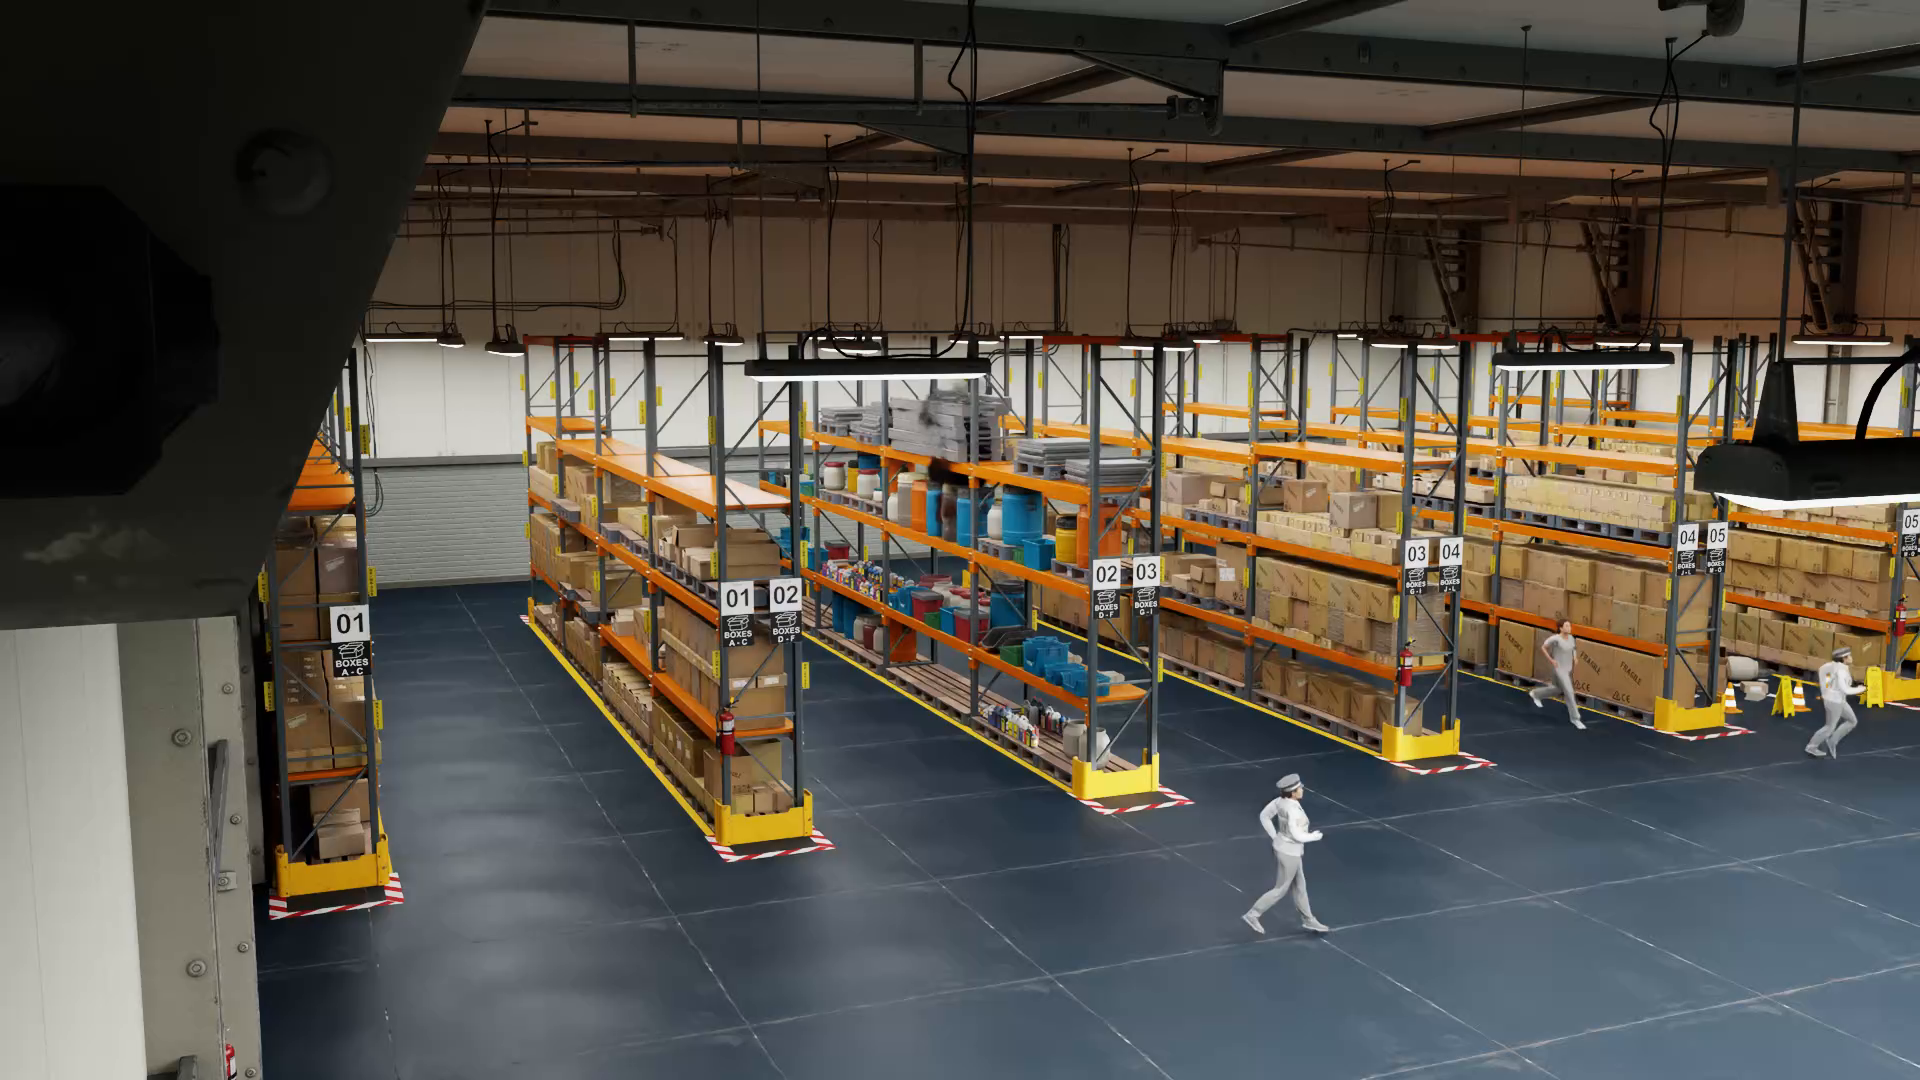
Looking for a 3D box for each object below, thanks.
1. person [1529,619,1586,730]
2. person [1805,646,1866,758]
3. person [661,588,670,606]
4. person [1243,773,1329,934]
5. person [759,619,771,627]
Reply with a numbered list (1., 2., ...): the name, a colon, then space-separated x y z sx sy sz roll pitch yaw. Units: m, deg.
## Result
1. person: 9.437 2.050 26.143 0.536 1.672 1.124 -5 9 -35
2. person: 12.590 2.325 23.889 0.716 1.663 0.639 3 8 23
3. person: -5.989 0.989 34.071 0.560 1.675 0.922 -5 9 -35
4. person: 3.357 3.220 17.010 0.927 1.693 0.605 0 8 -2
5. person: -3.302 1.462 28.678 0.532 1.608 0.847 -4 9 -30
